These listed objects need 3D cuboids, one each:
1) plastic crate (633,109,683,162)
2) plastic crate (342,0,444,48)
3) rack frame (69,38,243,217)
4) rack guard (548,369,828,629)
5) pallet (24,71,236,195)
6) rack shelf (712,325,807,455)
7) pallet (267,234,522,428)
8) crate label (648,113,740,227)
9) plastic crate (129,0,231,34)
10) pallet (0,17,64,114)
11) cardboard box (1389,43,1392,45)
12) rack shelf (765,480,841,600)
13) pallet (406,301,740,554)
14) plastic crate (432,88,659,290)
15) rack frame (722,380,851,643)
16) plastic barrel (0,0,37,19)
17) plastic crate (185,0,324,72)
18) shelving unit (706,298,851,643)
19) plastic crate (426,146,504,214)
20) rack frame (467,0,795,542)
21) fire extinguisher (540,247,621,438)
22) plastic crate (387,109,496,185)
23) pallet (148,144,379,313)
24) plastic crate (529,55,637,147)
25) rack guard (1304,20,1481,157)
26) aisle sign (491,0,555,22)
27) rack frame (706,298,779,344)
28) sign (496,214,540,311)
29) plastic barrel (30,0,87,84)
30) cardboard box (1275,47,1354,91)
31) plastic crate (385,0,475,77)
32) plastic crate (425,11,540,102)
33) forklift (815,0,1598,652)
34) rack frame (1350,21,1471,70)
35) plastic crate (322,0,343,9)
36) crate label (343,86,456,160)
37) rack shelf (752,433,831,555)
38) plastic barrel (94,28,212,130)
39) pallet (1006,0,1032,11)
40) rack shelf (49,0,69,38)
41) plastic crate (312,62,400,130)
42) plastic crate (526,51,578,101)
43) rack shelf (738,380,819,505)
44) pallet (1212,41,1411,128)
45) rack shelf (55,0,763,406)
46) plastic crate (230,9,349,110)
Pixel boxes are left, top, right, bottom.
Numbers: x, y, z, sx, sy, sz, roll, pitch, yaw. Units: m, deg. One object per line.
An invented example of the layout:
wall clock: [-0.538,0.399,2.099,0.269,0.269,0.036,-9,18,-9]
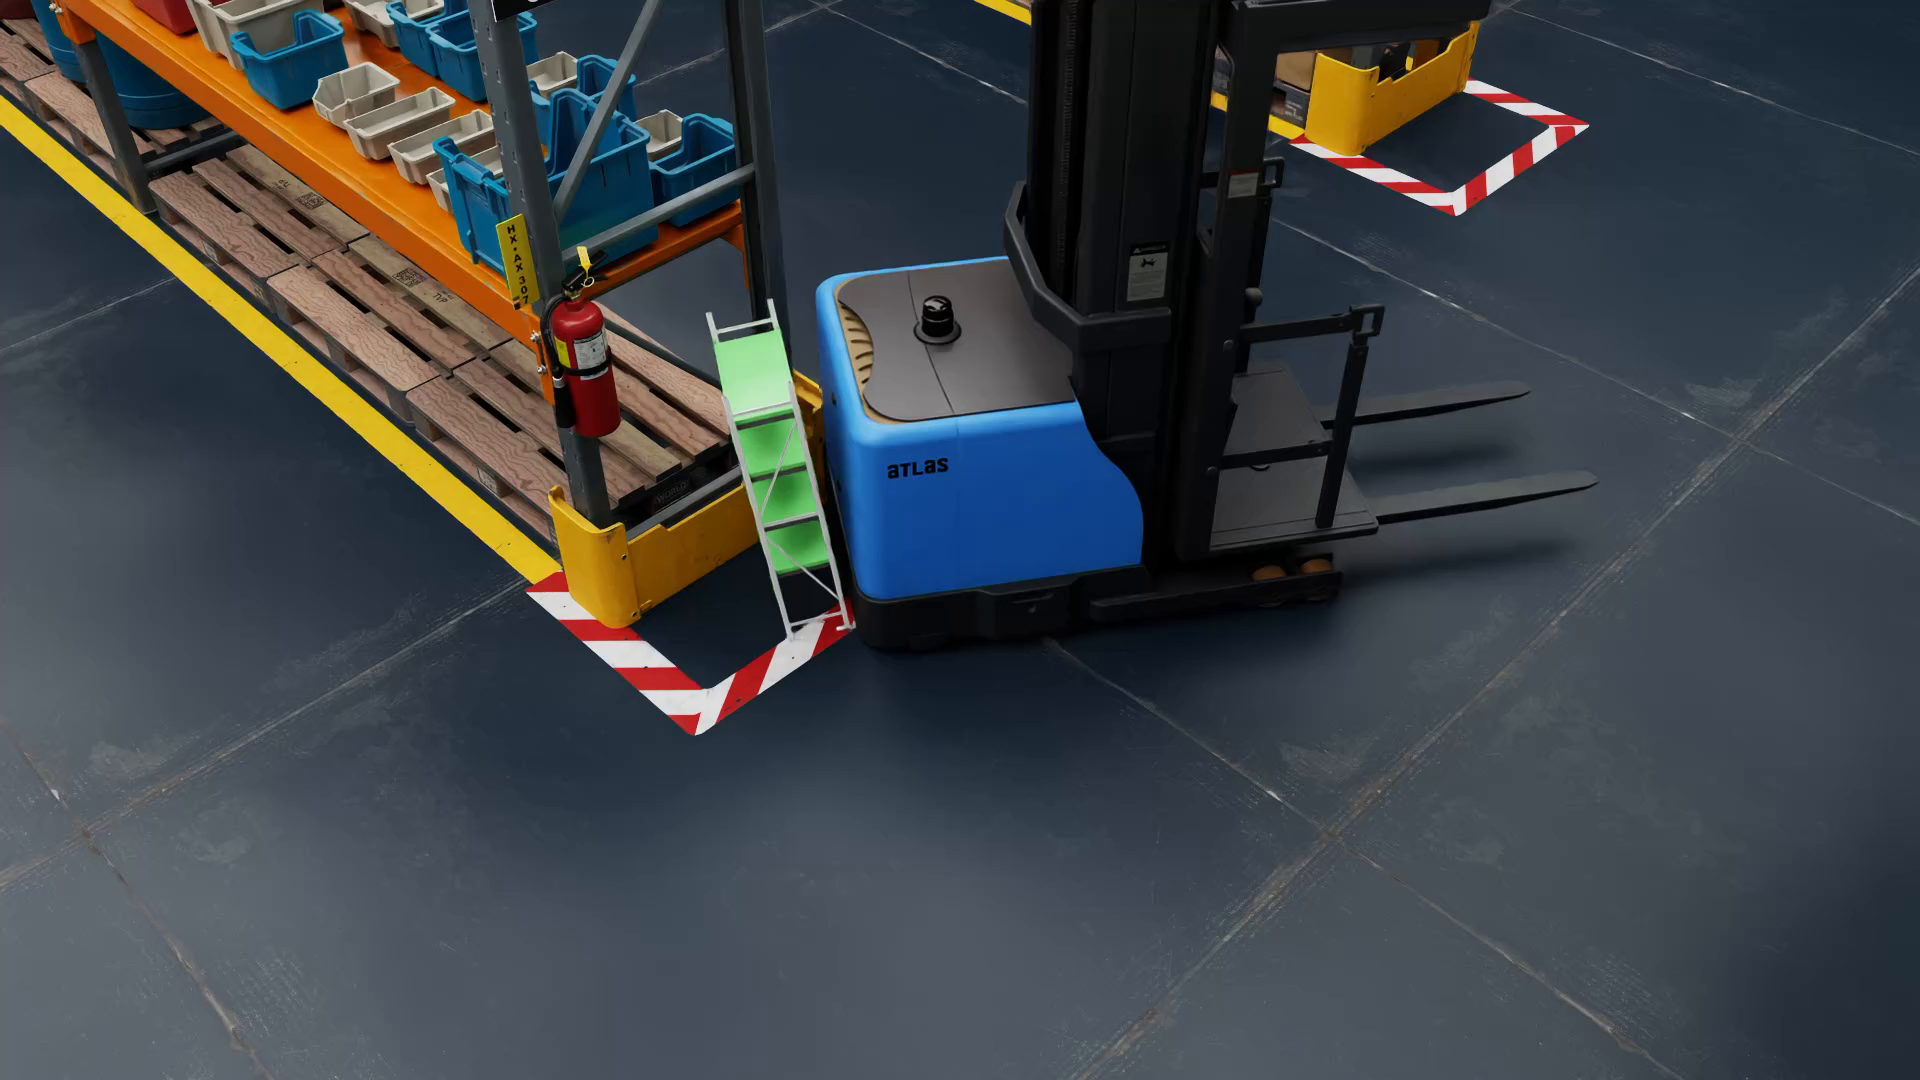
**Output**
plastic crate: [-1.162,-1.505,6.318,0.250,0.136,0.298,-34,53,-31]
plastic crate: [-2.435,-2.264,7.140,0.293,0.136,0.466,-34,53,-31]
rack frame: [-3.878,-3.032,7.820,1.000,3.000,0.127,-34,53,-31]
rack guard: [-1.027,-0.186,6.583,1.175,0.500,0.348,-34,53,-31]
pallet: [-4.393,-2.398,9.190,1.003,0.211,1.213,-34,53,-31]
rack shelf: [-0.703,-0.528,5.810,0.258,0.148,0.480,-13,44,-5]
pallet: [-2.465,-1.086,7.770,1.003,0.211,1.213,-34,53,-31]
crate label: [-0.994,-1.346,6.076,0.416,0.233,0.303,-34,53,-31]
plastic crate: [-3.425,-2.528,7.184,0.402,0.464,0.583,-34,53,-31]
pallet: [-5.259,-2.984,9.824,1.003,0.211,1.213,-34,53,-31]
cardboard box: [2.404,-2.962,9.522,0.380,0.149,0.250,-34,53,-31]
rack shelf: [-0.622,-0.015,6.308,0.258,0.148,0.480,-13,44,-5]
pallet: [-1.608,-0.500,7.136,1.003,0.211,1.213,-34,53,-31]
plastic crate: [-1.422,-1.216,5.785,0.616,0.435,0.499,-34,53,-31]
rack frame: [-0.603,-0.070,5.923,0.240,1.200,0.015,-13,44,-5]
plastic barrel: [-5.548,-3.453,9.744,0.600,0.588,0.708,-34,53,-31]
plastic crate: [-2.930,-2.188,6.951,0.437,0.282,0.530,-34,53,-31]
shelving unit: [-0.656,-0.232,6.098,0.258,1.200,0.503,-13,44,-5]
plastic crate: [-1.757,-1.340,6.140,0.396,0.136,0.243,-34,53,-31]
rack frame: [-1.053,-1.109,5.740,1.000,3.000,0.127,-34,53,-31]
fire extinguisher: [-1.268,-0.654,5.579,0.296,0.674,0.183,-34,53,-31]
plastic crate: [-1.952,-1.486,6.298,0.396,0.136,0.243,-34,53,-31]
pallet: [-3.331,-1.673,8.405,1.003,0.211,1.213,-34,53,-31]
plastic crate: [-1.459,-1.663,6.418,0.416,0.233,0.300,-34,53,-31]
rack guard: [2.403,-2.600,9.195,1.175,0.500,0.348,-34,53,-31]
aisle sign: [-1.210,-1.889,4.669,0.394,0.787,0.004,-34,53,-31]
rack frame: [-0.709,-0.393,6.273,0.240,1.200,0.015,-13,44,-5]
sign: [-1.431,-0.898,5.391,0.100,0.325,0.005,-34,53,-31]
plastic barrel: [-4.750,-3.025,9.050,0.600,0.901,0.708,-34,53,-31]
cardboard box: [1.898,-2.868,9.162,0.500,0.500,0.500,-34,53,-31]
plastic crate: [-2.136,-2.123,6.917,0.416,0.233,0.300,-34,53,-31]
plastic crate: [-1.924,-1.979,6.761,0.416,0.233,0.300,-34,53,-31]
forklift: [1.014,-1.160,5.846,3.031,2.935,1.130,-8,43,-8]
rack frame: [2.457,-3.482,8.308,1.000,3.000,0.127,-34,53,-31]
plastic crate: [-2.897,-2.543,7.451,0.437,0.125,0.590,-34,53,-31]
crate label: [-2.166,-1.608,6.430,0.396,0.136,0.243,-34,53,-31]
rack shelf: [-0.649,-0.186,6.142,0.258,0.148,0.480,-13,44,-5]
plastic barrel: [-4.250,-2.685,8.682,0.600,0.901,0.708,-34,53,-31]
pallet: [0.982,-3.463,10.342,1.003,0.211,1.213,-34,53,-31]
rack shelf: [-5.290,-3.728,9.105,1.077,0.370,4.000,-34,53,-31]
plastic crate: [-2.388,-1.741,6.574,0.298,0.136,0.250,-34,53,-31]
plastic crate: [-1.641,-1.831,6.671,0.250,0.136,0.298,-34,53,-31]
rack shelf: [-0.676,-0.357,5.976,0.258,0.148,0.480,-13,44,-5]
pallet: [1.839,-2.877,9.708,1.003,0.211,1.213,-34,53,-31]
rack shelf: [-2.465,-1.806,7.025,1.077,0.370,4.000,-34,53,-31]
plastic crate: [-2.685,-1.934,6.712,0.416,0.233,0.300,-34,53,-31]
